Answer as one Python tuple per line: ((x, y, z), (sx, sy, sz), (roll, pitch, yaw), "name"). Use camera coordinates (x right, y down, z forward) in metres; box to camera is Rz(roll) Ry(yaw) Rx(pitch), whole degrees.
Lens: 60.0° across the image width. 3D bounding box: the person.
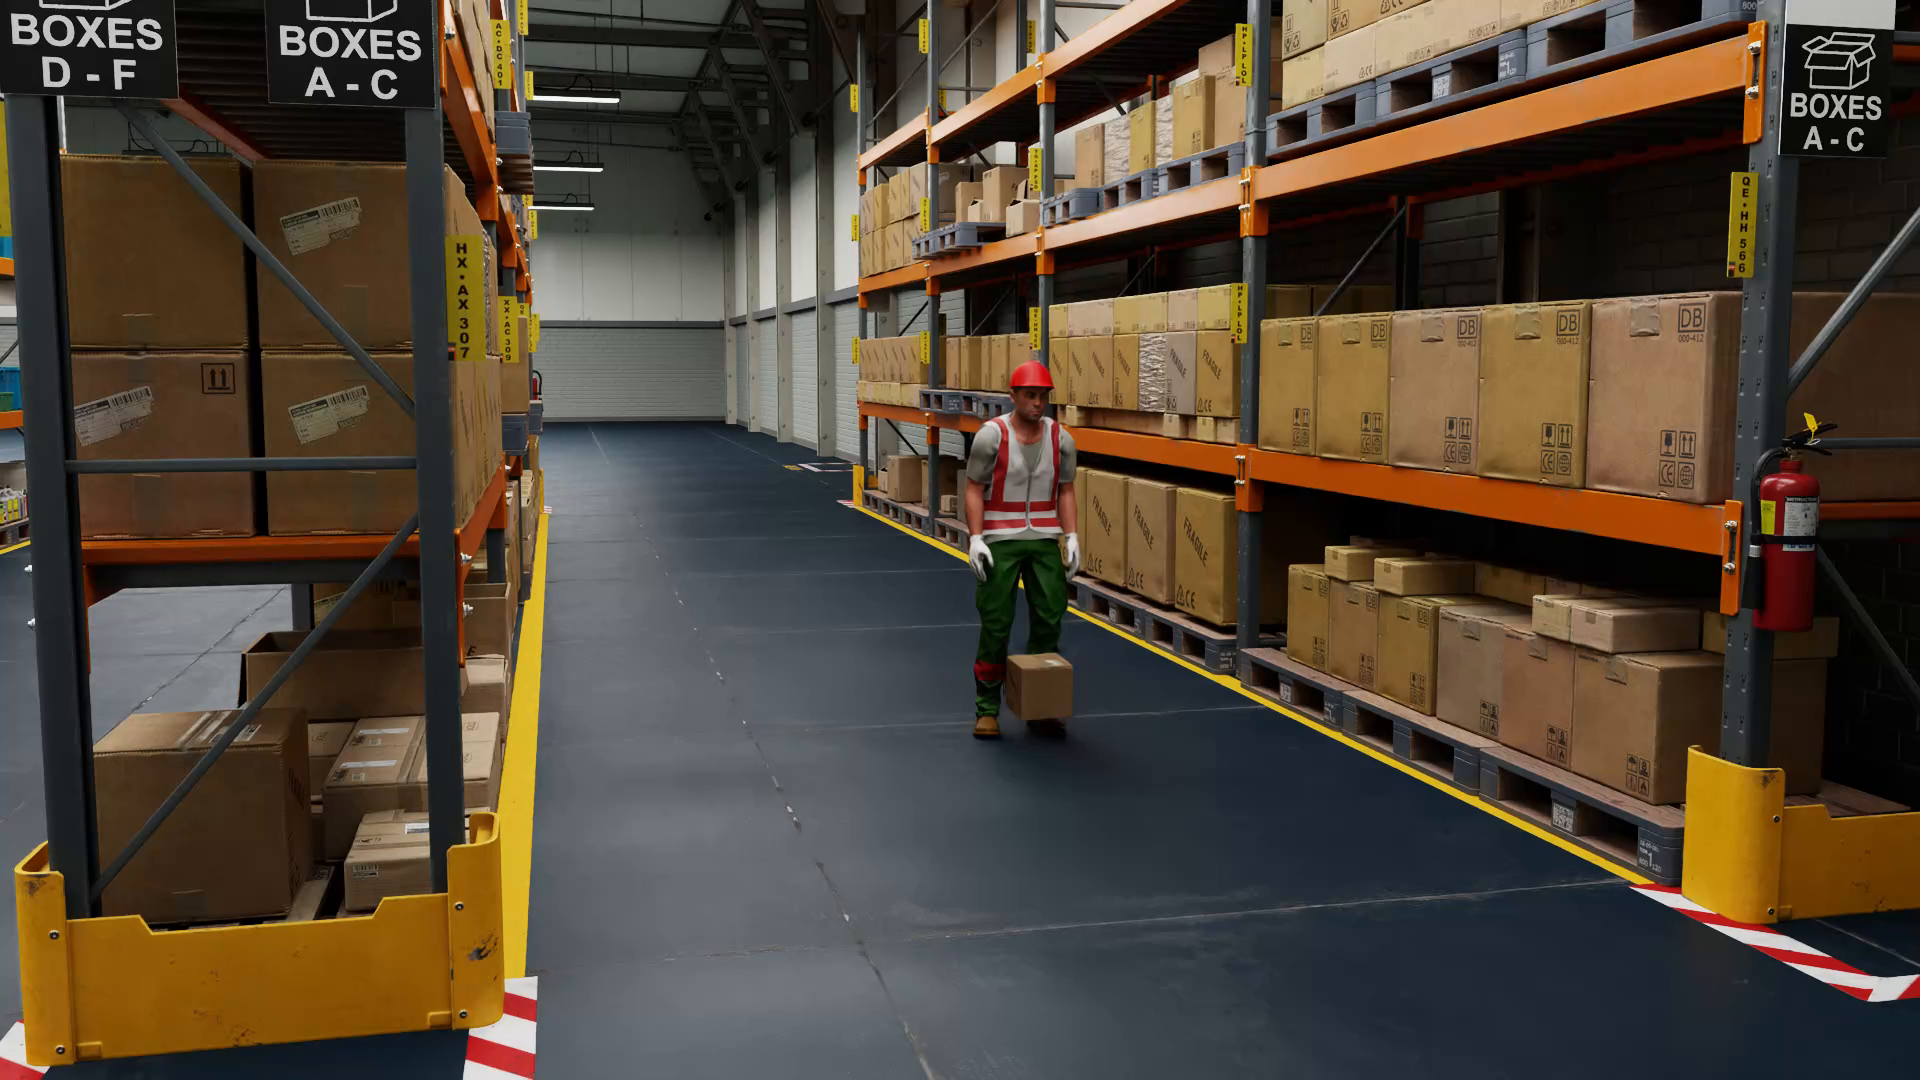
((0.301, 0.037, 7.963), (0.568, 1.781, 0.435), (-2, 6, -16), "person")
